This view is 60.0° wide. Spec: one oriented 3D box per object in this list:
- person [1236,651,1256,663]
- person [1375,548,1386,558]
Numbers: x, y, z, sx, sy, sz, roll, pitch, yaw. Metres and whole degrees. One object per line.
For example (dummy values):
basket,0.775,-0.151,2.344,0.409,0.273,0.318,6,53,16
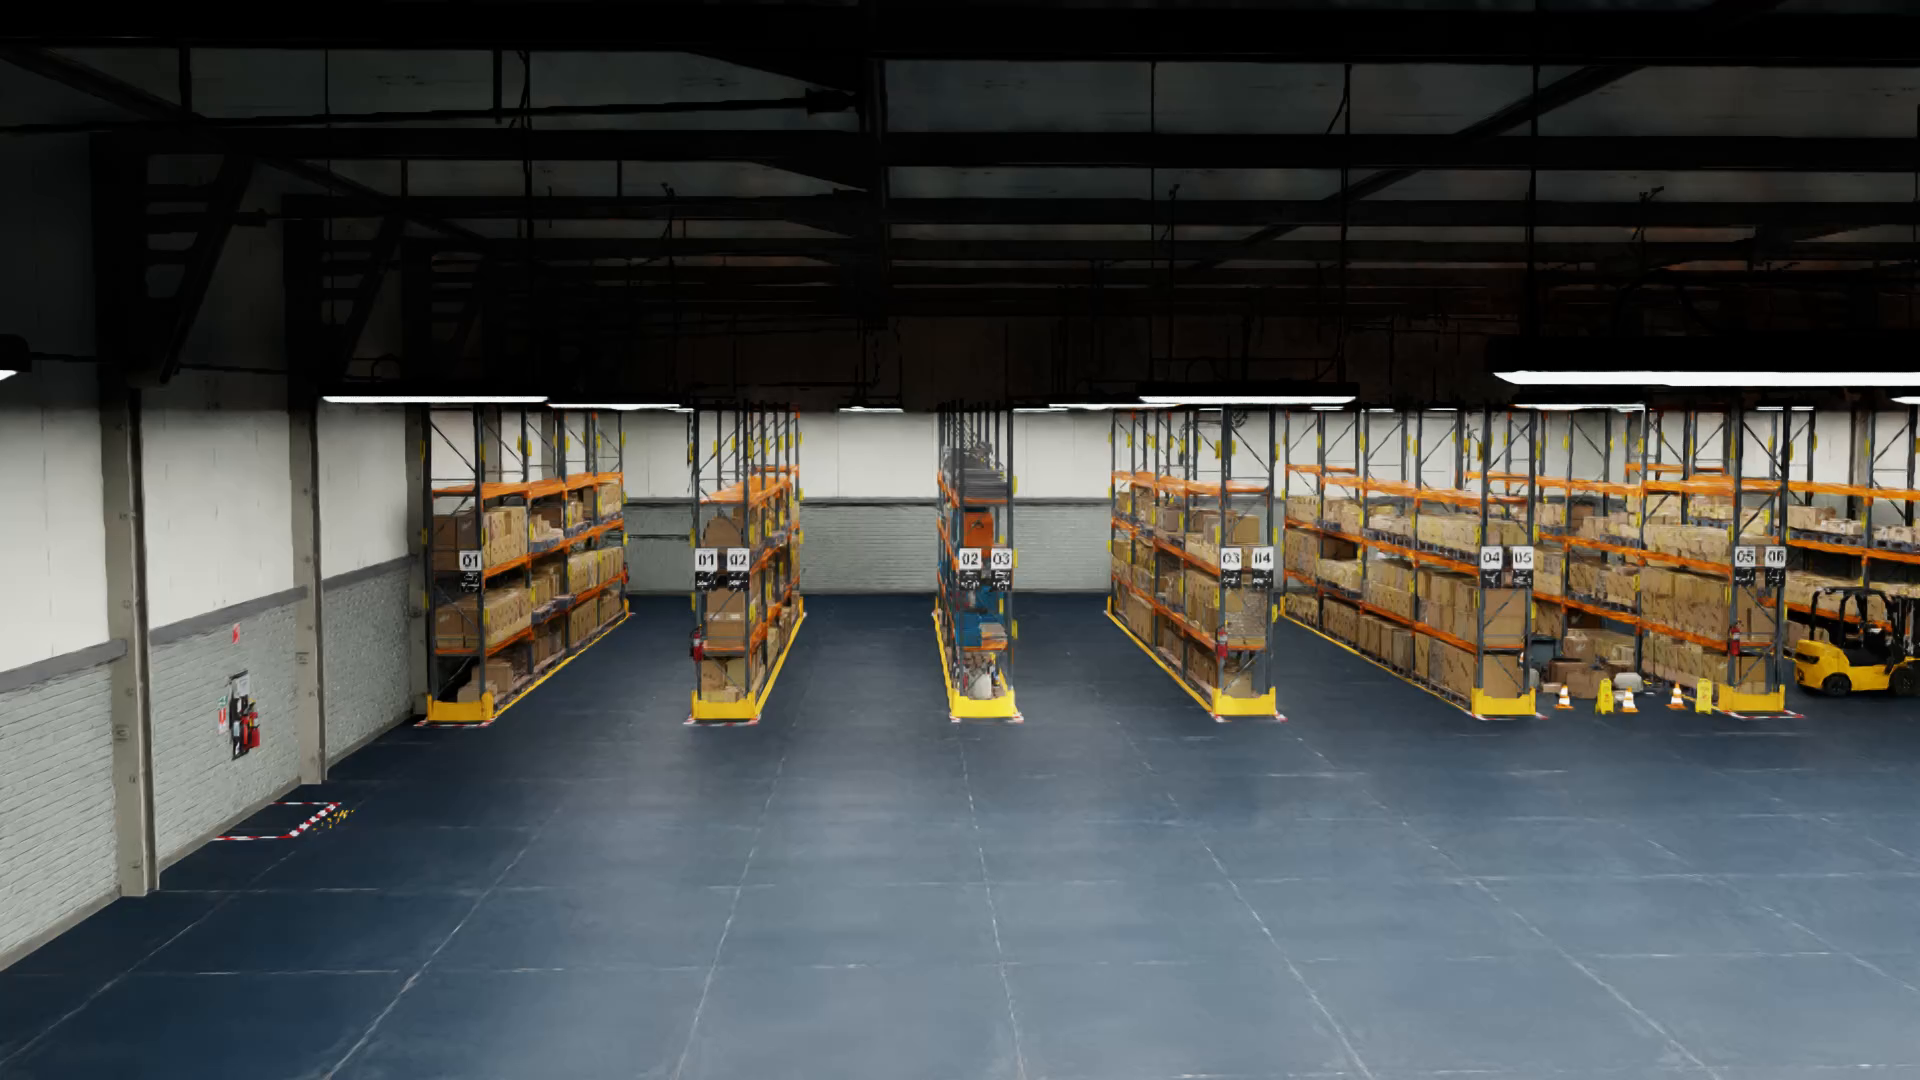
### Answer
person,6.621,1.969,38.107,0.677,1.741,0.552,0,4,-4
person,12.742,0.993,50.567,0.470,1.763,0.695,2,5,29
